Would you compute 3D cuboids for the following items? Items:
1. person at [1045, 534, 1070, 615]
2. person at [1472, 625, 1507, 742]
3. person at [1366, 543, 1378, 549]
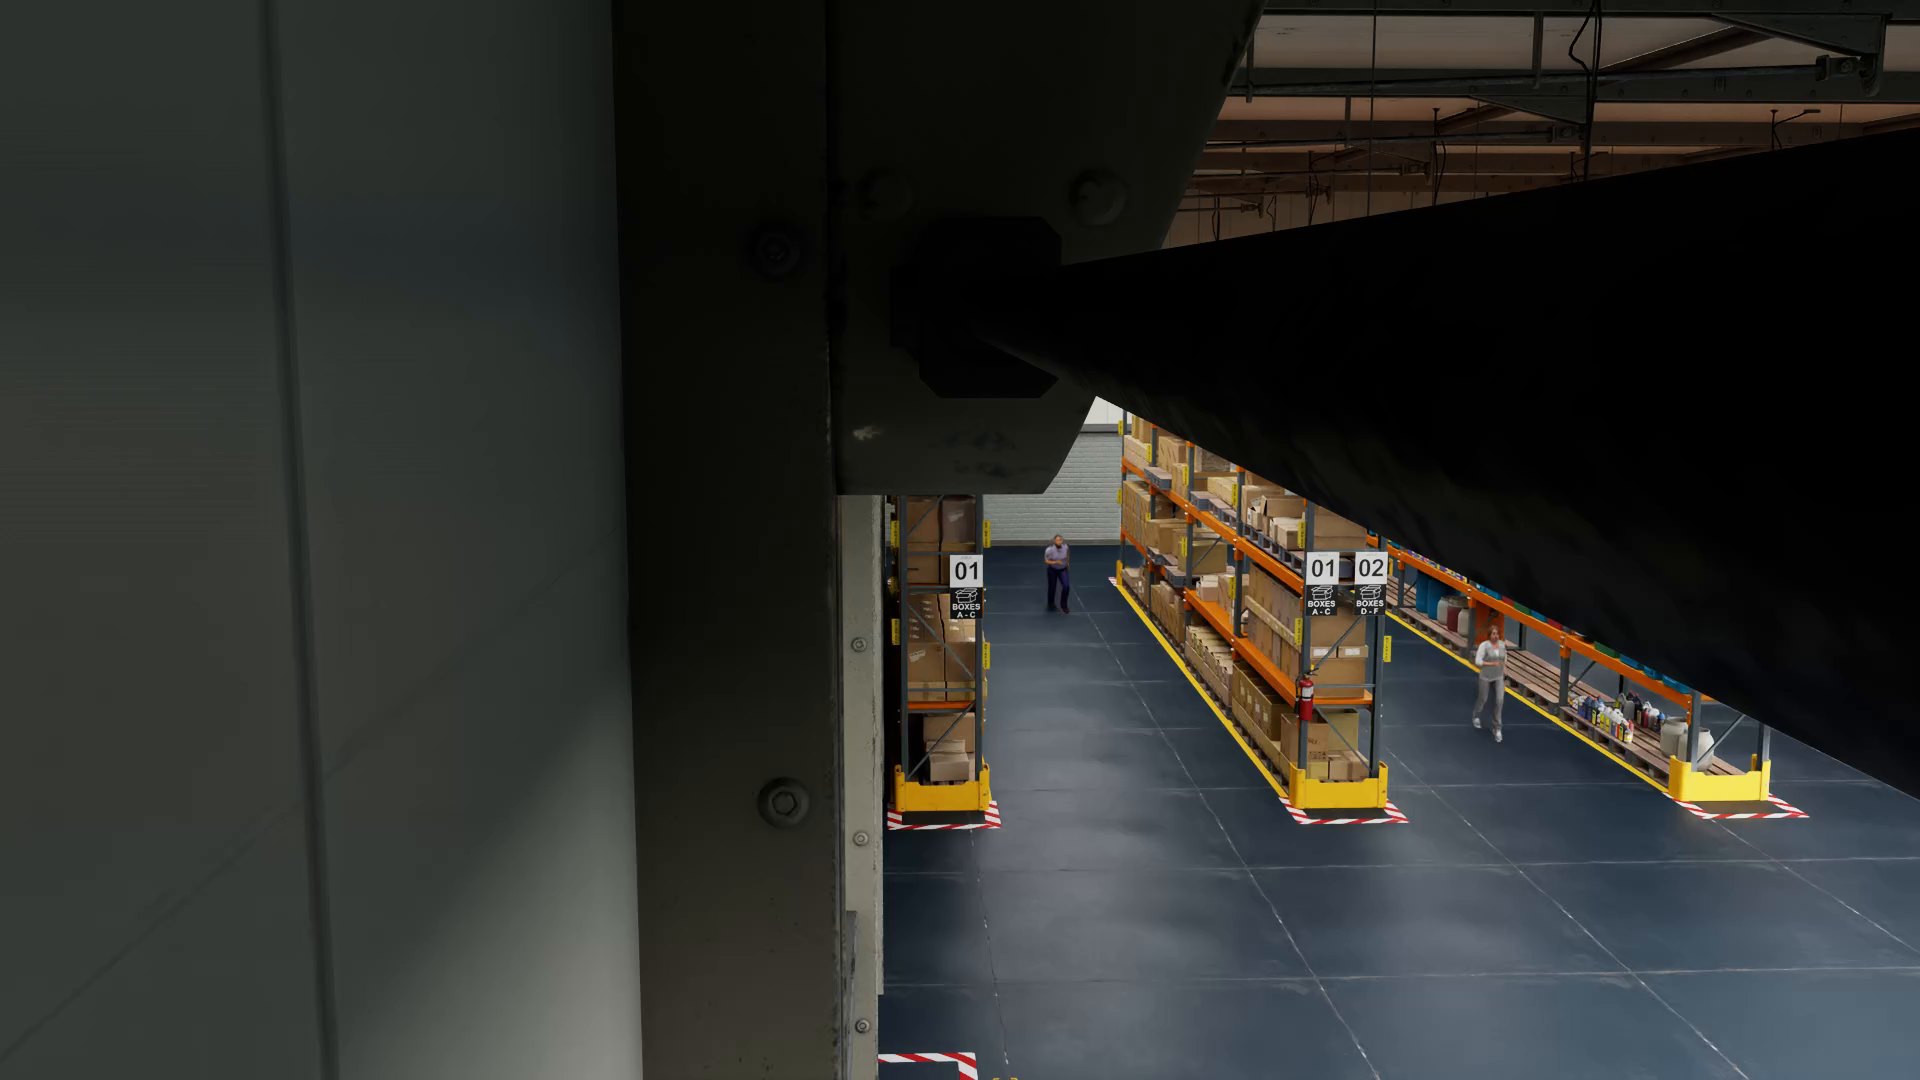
[{"bbox_3d":[1.935,0.658,33.166,0.541,1.603,0.926,-1,8,-7],"label":"person"},{"bbox_3d":[7.623,2.061,23.915,0.534,1.523,0.823,0,8,-3],"label":"person"},{"bbox_3d":[10.244,-0.466,40.336,0.726,1.704,0.606,-8,12,-44],"label":"person"}]
